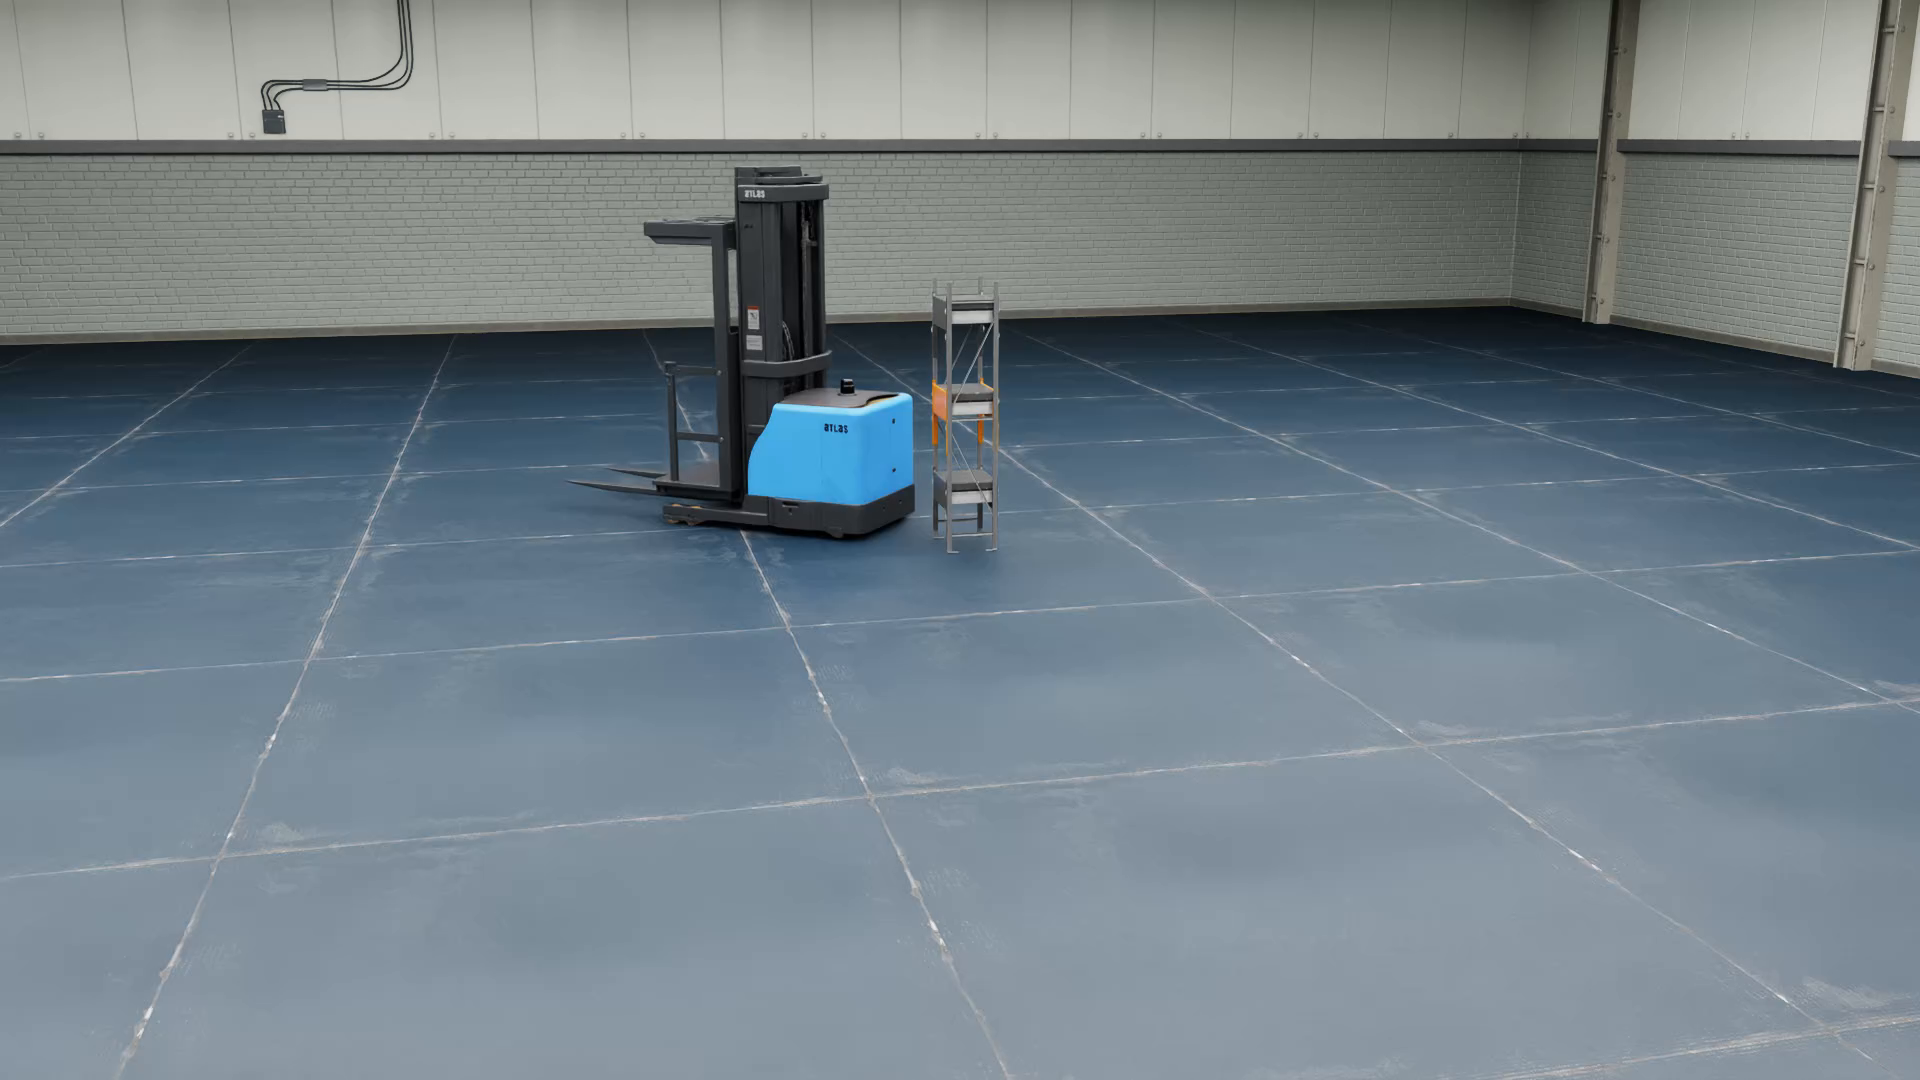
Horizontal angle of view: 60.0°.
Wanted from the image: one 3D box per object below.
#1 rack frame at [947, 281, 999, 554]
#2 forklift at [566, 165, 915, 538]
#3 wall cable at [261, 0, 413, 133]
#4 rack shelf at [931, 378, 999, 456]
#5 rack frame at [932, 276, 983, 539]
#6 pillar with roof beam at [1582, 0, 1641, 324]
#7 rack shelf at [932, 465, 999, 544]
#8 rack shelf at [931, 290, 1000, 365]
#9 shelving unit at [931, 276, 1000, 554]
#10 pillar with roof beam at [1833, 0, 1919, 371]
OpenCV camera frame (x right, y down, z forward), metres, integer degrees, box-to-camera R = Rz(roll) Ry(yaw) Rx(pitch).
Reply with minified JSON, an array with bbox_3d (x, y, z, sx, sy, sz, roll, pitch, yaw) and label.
[{"bbox_3d":[0.096,-0.926,12.791,0.400,2.100,0.015,-3,14,-13],"label":"rack frame"},{"bbox_3d":[-1.943,-1.650,14.005,3.031,2.935,1.130,6,15,23],"label":"forklift"},{"bbox_3d":[-9.729,-9.329,25.486,2.305,6.003,0.169,-3,14,-13],"label":"wall cable"},{"bbox_3d":[0.039,-0.969,13.025,0.431,0.518,0.480,-3,14,-13],"label":"rack shelf"},{"bbox_3d":[-0.018,-1.038,13.252,0.400,2.100,0.015,-3,14,-13],"label":"rack frame"},{"bbox_3d":[6.881,-7.914,26.860,9.100,9.000,0.400,-3,14,-13],"label":"pillar with roof beam"},{"bbox_3d":[0.039,-0.289,13.191,0.431,0.518,0.480,-3,14,-13],"label":"rack shelf"},{"bbox_3d":[0.039,-1.649,12.859,0.431,0.518,0.480,-3,14,-13],"label":"rack shelf"},{"bbox_3d":[0.039,-0.982,13.022,0.431,2.100,0.503,-3,14,-13],"label":"shelving unit"},{"bbox_3d":[8.290,-6.530,21.195,9.100,9.000,0.400,-3,14,-13],"label":"pillar with roof beam"}]
